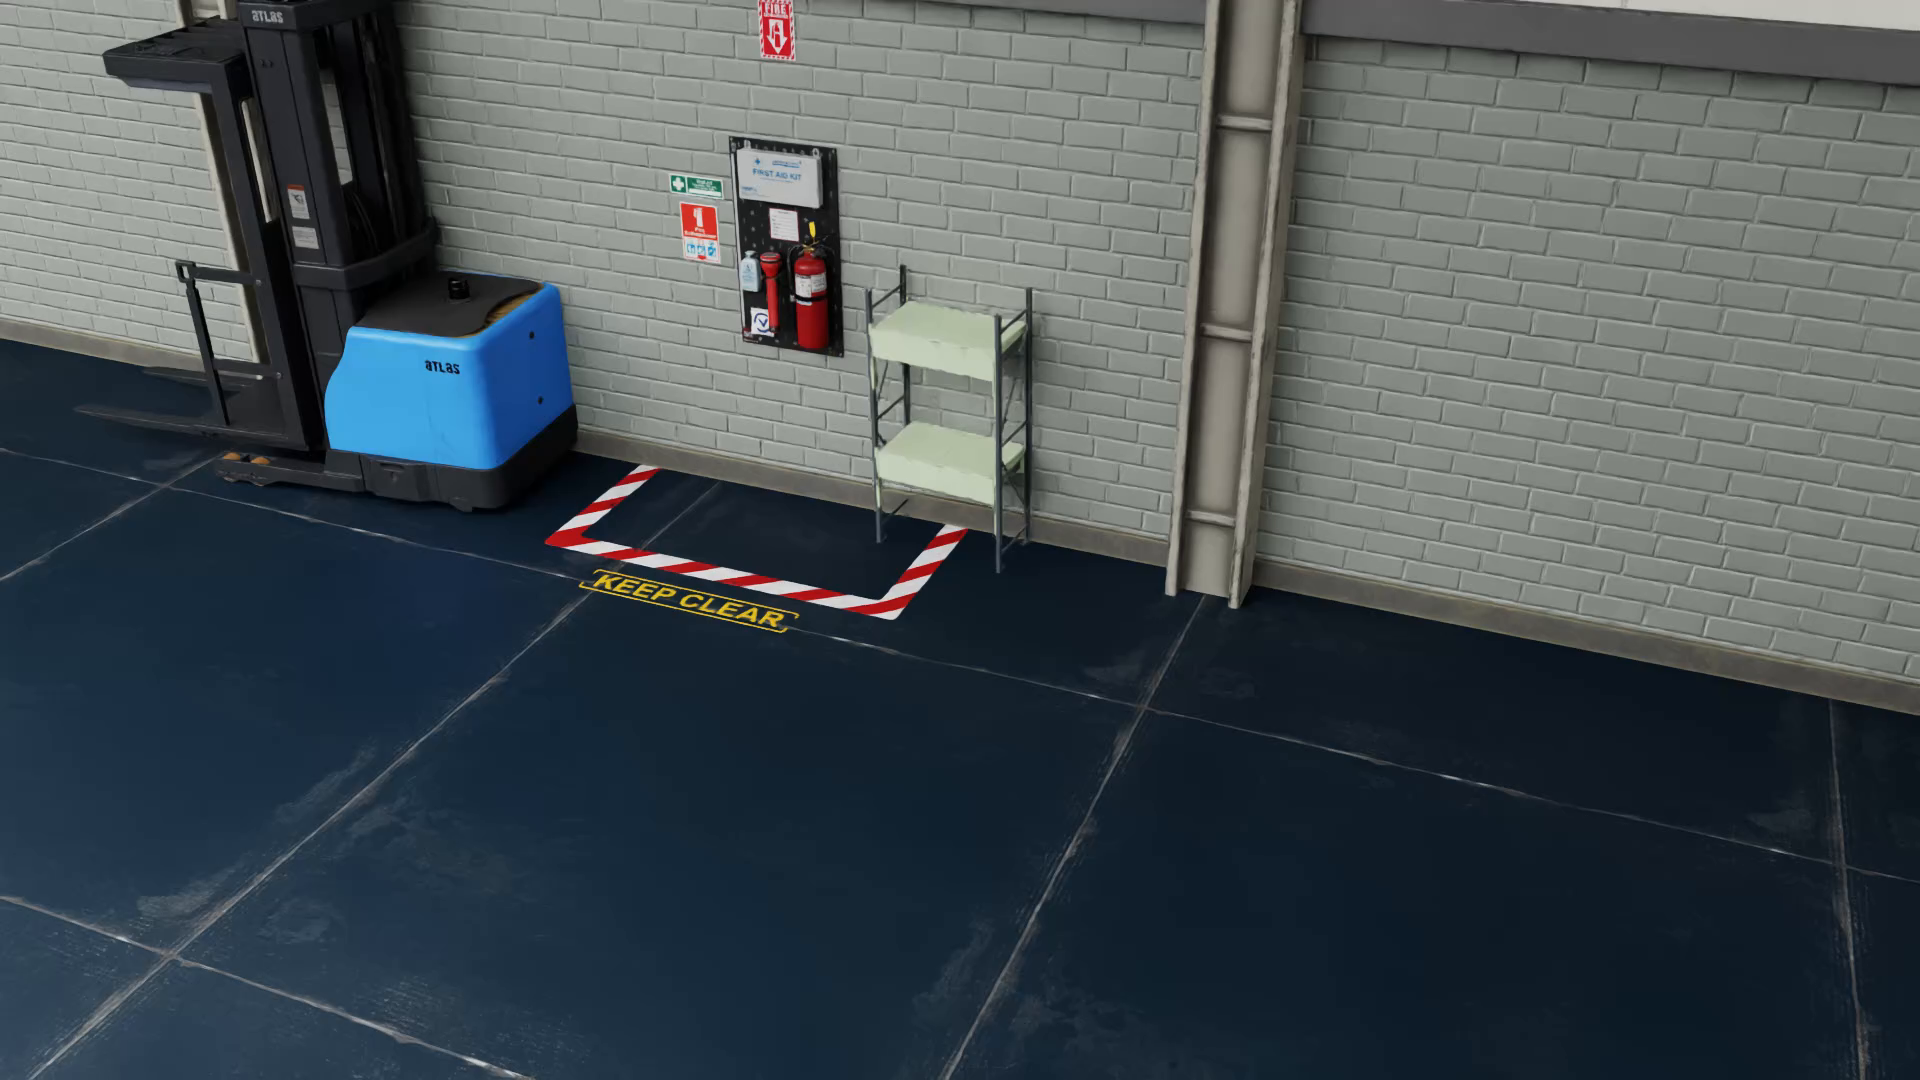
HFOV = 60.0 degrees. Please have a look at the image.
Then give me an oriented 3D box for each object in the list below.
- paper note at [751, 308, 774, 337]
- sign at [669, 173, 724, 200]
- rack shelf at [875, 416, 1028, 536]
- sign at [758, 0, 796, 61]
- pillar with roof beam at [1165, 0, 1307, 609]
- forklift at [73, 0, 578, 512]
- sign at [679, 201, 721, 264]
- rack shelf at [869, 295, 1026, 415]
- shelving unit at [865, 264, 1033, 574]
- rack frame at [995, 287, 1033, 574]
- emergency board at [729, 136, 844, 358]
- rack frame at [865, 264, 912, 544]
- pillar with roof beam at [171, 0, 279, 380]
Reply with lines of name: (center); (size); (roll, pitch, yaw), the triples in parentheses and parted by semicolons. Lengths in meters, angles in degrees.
paper note: (-1.097, -1.209, 9.236); (0.142, 0.148, 0.016); (11, 31, 19)
sign: (-1.431, -1.919, 9.022); (0.331, 0.109, 0.001); (11, 31, 19)
rack shelf: (-0.040, -0.355, 9.005); (0.720, 0.370, 0.431); (14, 35, 23)
sign: (-0.928, -2.585, 8.419); (0.199, 0.298, 0.001); (11, 31, 19)
pillar with roof beam: (-0.301, -1.703, 3.117); (0.400, 9.000, 9.100); (11, 31, 19)
forklift: (-3.904, -1.834, 9.516); (3.031, 2.935, 1.130); (8, 30, 14)
sign: (-1.432, -1.693, 9.161); (0.234, 0.329, 0.001); (11, 31, 19)
rack shelf: (-0.052, -0.966, 8.631); (0.720, 0.370, 0.431); (14, 35, 23)
shelving unit: (-0.045, -0.633, 8.835); (0.755, 1.500, 0.431); (14, 35, 23)
rack frame: (0.282, -0.551, 8.691); (0.023, 1.500, 0.400); (14, 35, 23)
emergency board: (-0.958, -1.529, 8.906); (0.643, 1.169, 0.194); (11, 31, 19)
rack frame: (-0.372, -0.715, 8.978); (0.023, 1.500, 0.400); (14, 35, 23)
pillar with roof beam: (-5.861, -2.813, 5.081); (0.400, 9.000, 9.100); (11, 31, 19)
